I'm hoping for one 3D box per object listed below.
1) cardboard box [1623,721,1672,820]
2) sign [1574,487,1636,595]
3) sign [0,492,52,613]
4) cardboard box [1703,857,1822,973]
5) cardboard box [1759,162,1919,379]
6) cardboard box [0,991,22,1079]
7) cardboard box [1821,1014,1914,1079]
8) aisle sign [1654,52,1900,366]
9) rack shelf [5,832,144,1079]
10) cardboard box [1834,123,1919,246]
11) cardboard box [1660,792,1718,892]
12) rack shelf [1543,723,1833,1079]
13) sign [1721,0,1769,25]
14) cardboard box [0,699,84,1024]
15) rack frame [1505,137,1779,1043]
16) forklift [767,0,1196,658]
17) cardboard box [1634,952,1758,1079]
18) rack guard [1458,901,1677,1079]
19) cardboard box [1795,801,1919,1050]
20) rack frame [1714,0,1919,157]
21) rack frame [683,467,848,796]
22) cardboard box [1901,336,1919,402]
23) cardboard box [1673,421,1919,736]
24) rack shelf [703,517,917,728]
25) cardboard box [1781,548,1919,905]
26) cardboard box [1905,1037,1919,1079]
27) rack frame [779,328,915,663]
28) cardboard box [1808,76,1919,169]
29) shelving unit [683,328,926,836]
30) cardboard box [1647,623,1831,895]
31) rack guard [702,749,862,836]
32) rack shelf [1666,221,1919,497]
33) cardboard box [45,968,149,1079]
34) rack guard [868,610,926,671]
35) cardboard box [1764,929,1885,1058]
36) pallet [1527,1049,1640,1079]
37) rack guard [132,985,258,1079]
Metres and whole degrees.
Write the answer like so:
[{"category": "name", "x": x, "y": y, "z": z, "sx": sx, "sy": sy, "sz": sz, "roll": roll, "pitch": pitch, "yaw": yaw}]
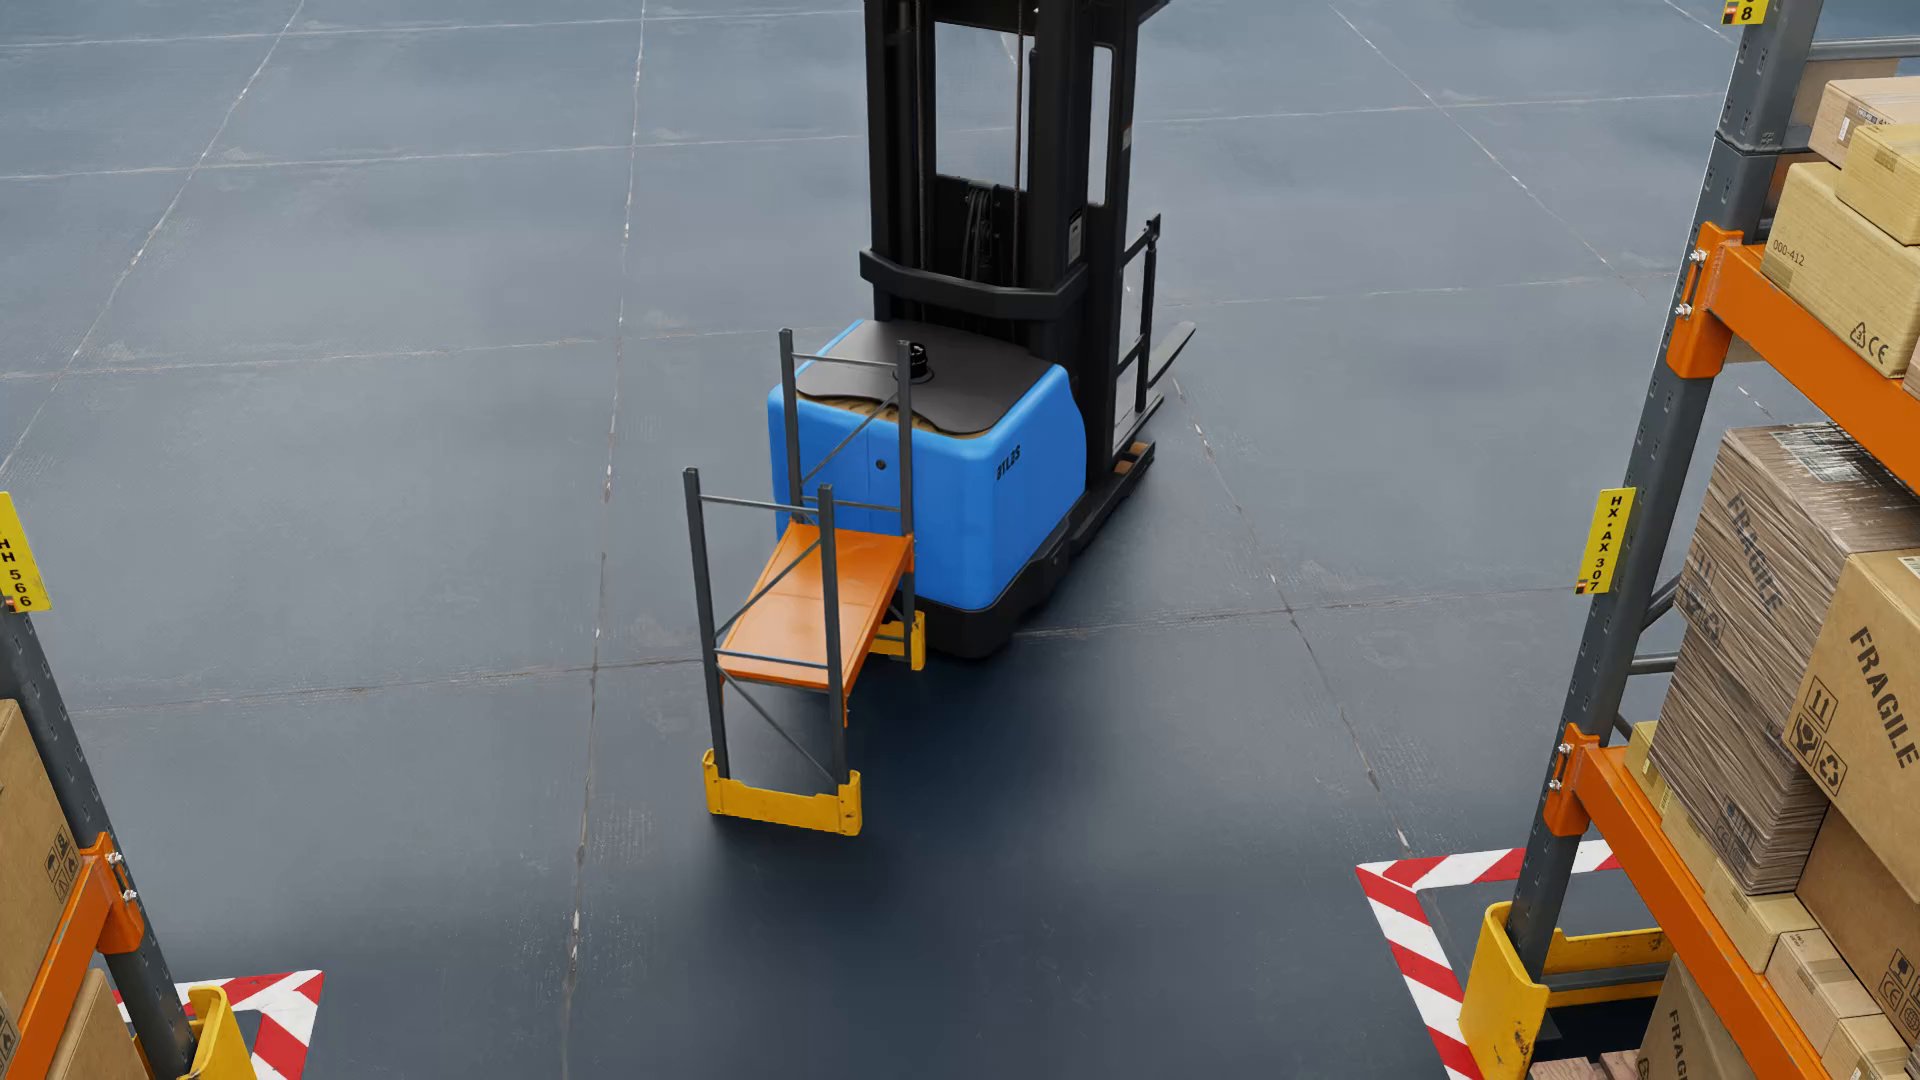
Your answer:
[{"category": "cardboard box", "x": 2.014, "y": 0.603, "z": 4.425, "sx": 0.380, "sy": 0.149, "sz": 0.250, "roll": -4, "pitch": 35, "yaw": -6}, {"category": "sign", "x": 1.674, "y": 0.005, "z": 4.310, "sx": 0.100, "sy": 0.325, "sz": 0.005, "roll": -4, "pitch": 35, "yaw": -6}, {"category": "sign", "x": -2.177, "y": 0.031, "z": 3.802, "sx": 0.100, "sy": 0.325, "sz": 0.005, "roll": -4, "pitch": 35, "yaw": -6}, {"category": "cardboard box", "x": 2.047, "y": 0.884, "z": 4.012, "sx": 0.380, "sy": 0.149, "sz": 0.250, "roll": -4, "pitch": 35, "yaw": -6}, {"category": "cardboard box", "x": 2.020, "y": -0.567, "z": 3.388, "sx": 0.500, "sy": 0.250, "sz": 0.500, "roll": -3, "pitch": 34, "yaw": -5}, {"category": "cardboard box", "x": -2.526, "y": 1.088, "z": 3.357, "sx": 0.875, "sy": 0.550, "sz": 0.550, "roll": -4, "pitch": 35, "yaw": -6}, {"category": "cardboard box", "x": 2.128, "y": 1.162, "z": 3.604, "sx": 0.380, "sy": 0.149, "sz": 0.250, "roll": -4, "pitch": 35, "yaw": -6}, {"category": "aisle sign", "x": 1.906, "y": -0.764, "z": 3.899, "sx": 0.394, "sy": 0.787, "sz": 0.004, "roll": -4, "pitch": 35, "yaw": -6}, {"category": "rack shelf", "x": -2.448, "y": 2.054, "z": 2.711, "sx": 1.077, "sy": 0.370, "sz": 4.000, "roll": -4, "pitch": 35, "yaw": -6}, {"category": "cardboard box", "x": 1.959, "y": -0.697, "z": 3.225, "sx": 0.380, "sy": 0.149, "sz": 0.250, "roll": -4, "pitch": 34, "yaw": -5}, {"category": "cardboard box", "x": 2.028, "y": 0.744, "z": 4.218, "sx": 0.380, "sy": 0.149, "sz": 0.250, "roll": -4, "pitch": 35, "yaw": -6}, {"category": "rack shelf", "x": 2.481, "y": 1.735, "z": 3.179, "sx": 1.077, "sy": 0.370, "sz": 4.000, "roll": -4, "pitch": 35, "yaw": -6}, {"category": "sign", "x": 1.674, "y": -1.238, "z": 3.463, "sx": 0.100, "sy": 0.325, "sz": 0.005, "roll": -4, "pitch": 35, "yaw": -6}, {"category": "cardboard box", "x": -2.622, "y": 0.783, "z": 3.805, "sx": 0.875, "sy": 0.550, "sz": 0.550, "roll": -4, "pitch": 35, "yaw": -6}, {"category": "rack frame", "x": 2.212, "y": 0.322, "z": 4.614, "sx": 1.000, "sy": 3.000, "sz": 0.127, "roll": -4, "pitch": 35, "yaw": -6}, {"category": "forklift", "x": 0.311, "y": -1.534, "z": 7.398, "sx": 1.130, "sy": 2.935, "sz": 3.031, "roll": 16, "pitch": 37, "yaw": 22}, {"category": "cardboard box", "x": 2.279, "y": 1.531, "z": 4.687, "sx": 0.500, "sy": 0.500, "sz": 0.500, "roll": 2, "pitch": 34, "yaw": 2}, {"category": "rack guard", "x": 2.222, "y": 1.397, "z": 5.256, "sx": 1.175, "sy": 0.500, "sz": 0.348, "roll": -4, "pitch": 35, "yaw": -6}, {"category": "cardboard box", "x": 2.445, "y": 0.737, "z": 3.653, "sx": 0.875, "sy": 0.500, "sz": 0.500, "roll": -4, "pitch": 35, "yaw": -6}, {"category": "rack frame", "x": 2.212, "y": -2.157, "z": 2.925, "sx": 1.000, "sy": 3.000, "sz": 0.127, "roll": -4, "pitch": 35, "yaw": -6}, {"category": "rack frame", "x": -0.657, "y": 0.419, "z": 5.804, "sx": 0.500, "sy": 1.500, "sz": 0.032, "roll": 7, "pitch": 35, "yaw": 11}, {"category": "cardboard box", "x": 2.096, "y": -0.280, "z": 2.967, "sx": 0.500, "sy": 0.250, "sz": 0.500, "roll": -5, "pitch": 35, "yaw": -7}, {"category": "cardboard box", "x": 2.016, "y": 0.072, "z": 3.740, "sx": 0.500, "sy": 0.500, "sz": 0.500, "roll": -4, "pitch": 35, "yaw": -6}, {"category": "rack shelf", "x": -0.545, "y": 0.288, "z": 6.315, "sx": 0.538, "sy": 0.185, "sz": 1.000, "roll": 7, "pitch": 35, "yaw": 11}, {"category": "cardboard box", "x": 2.076, "y": 0.352, "z": 3.330, "sx": 0.500, "sy": 0.500, "sz": 0.500, "roll": -4, "pitch": 35, "yaw": -6}, {"category": "cardboard box", "x": 2.469, "y": 1.019, "z": 3.238, "sx": 0.875, "sy": 0.500, "sz": 0.500, "roll": -4, "pitch": 35, "yaw": -6}, {"category": "rack frame", "x": -0.432, "y": -0.140, "z": 6.623, "sx": 0.500, "sy": 1.500, "sz": 0.032, "roll": 7, "pitch": 35, "yaw": 11}, {"category": "cardboard box", "x": 2.020, "y": -0.849, "z": 3.448, "sx": 0.380, "sy": 0.149, "sz": 0.250, "roll": -5, "pitch": 35, "yaw": -7}, {"category": "shelving unit", "x": -0.547, "y": 0.145, "z": 6.206, "sx": 0.587, "sy": 1.500, "sz": 1.083, "roll": 7, "pitch": 35, "yaw": 11}, {"category": "cardboard box", "x": 2.258, "y": 0.467, "z": 4.049, "sx": 0.875, "sy": 0.500, "sz": 0.500, "roll": -4, "pitch": 35, "yaw": -6}, {"category": "rack guard", "x": -0.656, "y": 0.935, "z": 6.157, "sx": 0.587, "sy": 0.250, "sz": 0.087, "roll": 7, "pitch": 35, "yaw": 11}, {"category": "rack shelf", "x": 2.481, "y": 0.496, "z": 2.334, "sx": 1.077, "sy": 0.370, "sz": 4.000, "roll": -4, "pitch": 35, "yaw": -6}, {"category": "cardboard box", "x": -2.560, "y": 1.719, "z": 4.078, "sx": 0.875, "sy": 0.875, "sz": 0.875, "roll": -4, "pitch": 34, "yaw": -6}, {"category": "rack guard", "x": -0.437, "y": 0.388, "z": 6.959, "sx": 0.587, "sy": 0.250, "sz": 0.087, "roll": 7, "pitch": 35, "yaw": 11}, {"category": "cardboard box", "x": 2.101, "y": 1.022, "z": 3.809, "sx": 0.380, "sy": 0.149, "sz": 0.250, "roll": -4, "pitch": 35, "yaw": -6}, {"category": "pallet", "x": 2.296, "y": 1.973, "z": 4.668, "sx": 1.003, "sy": 0.211, "sz": 1.213, "roll": -4, "pitch": 35, "yaw": -6}, {"category": "rack guard", "x": -2.720, "y": 1.661, "z": 4.869, "sx": 1.175, "sy": 0.500, "sz": 0.348, "roll": -4, "pitch": 35, "yaw": -6}]
